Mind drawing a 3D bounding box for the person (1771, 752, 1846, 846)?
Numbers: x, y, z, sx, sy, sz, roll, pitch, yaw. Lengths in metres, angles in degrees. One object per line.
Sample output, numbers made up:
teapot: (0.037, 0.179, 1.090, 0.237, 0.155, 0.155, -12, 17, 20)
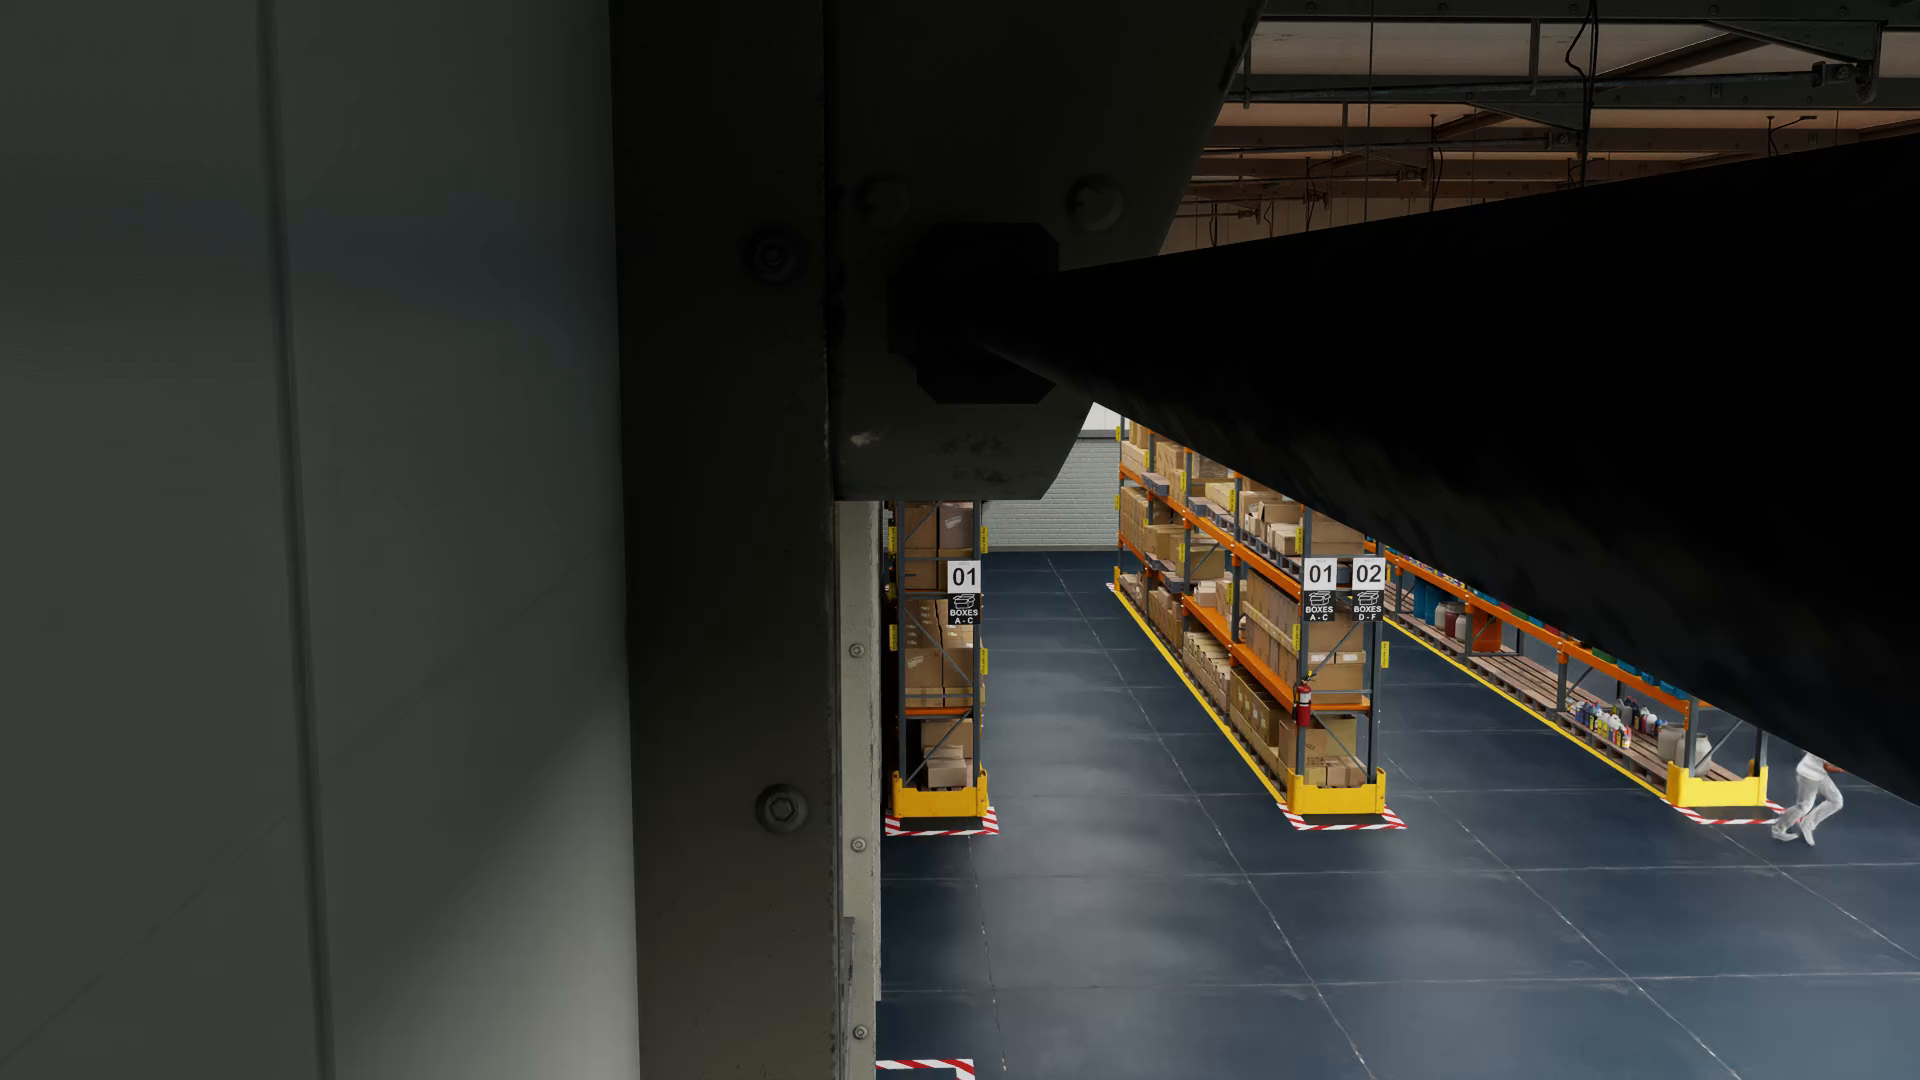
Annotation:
person: (9.981, 2.768, 19.313, 0.931, 1.632, 0.734, 6, 10, 34)
